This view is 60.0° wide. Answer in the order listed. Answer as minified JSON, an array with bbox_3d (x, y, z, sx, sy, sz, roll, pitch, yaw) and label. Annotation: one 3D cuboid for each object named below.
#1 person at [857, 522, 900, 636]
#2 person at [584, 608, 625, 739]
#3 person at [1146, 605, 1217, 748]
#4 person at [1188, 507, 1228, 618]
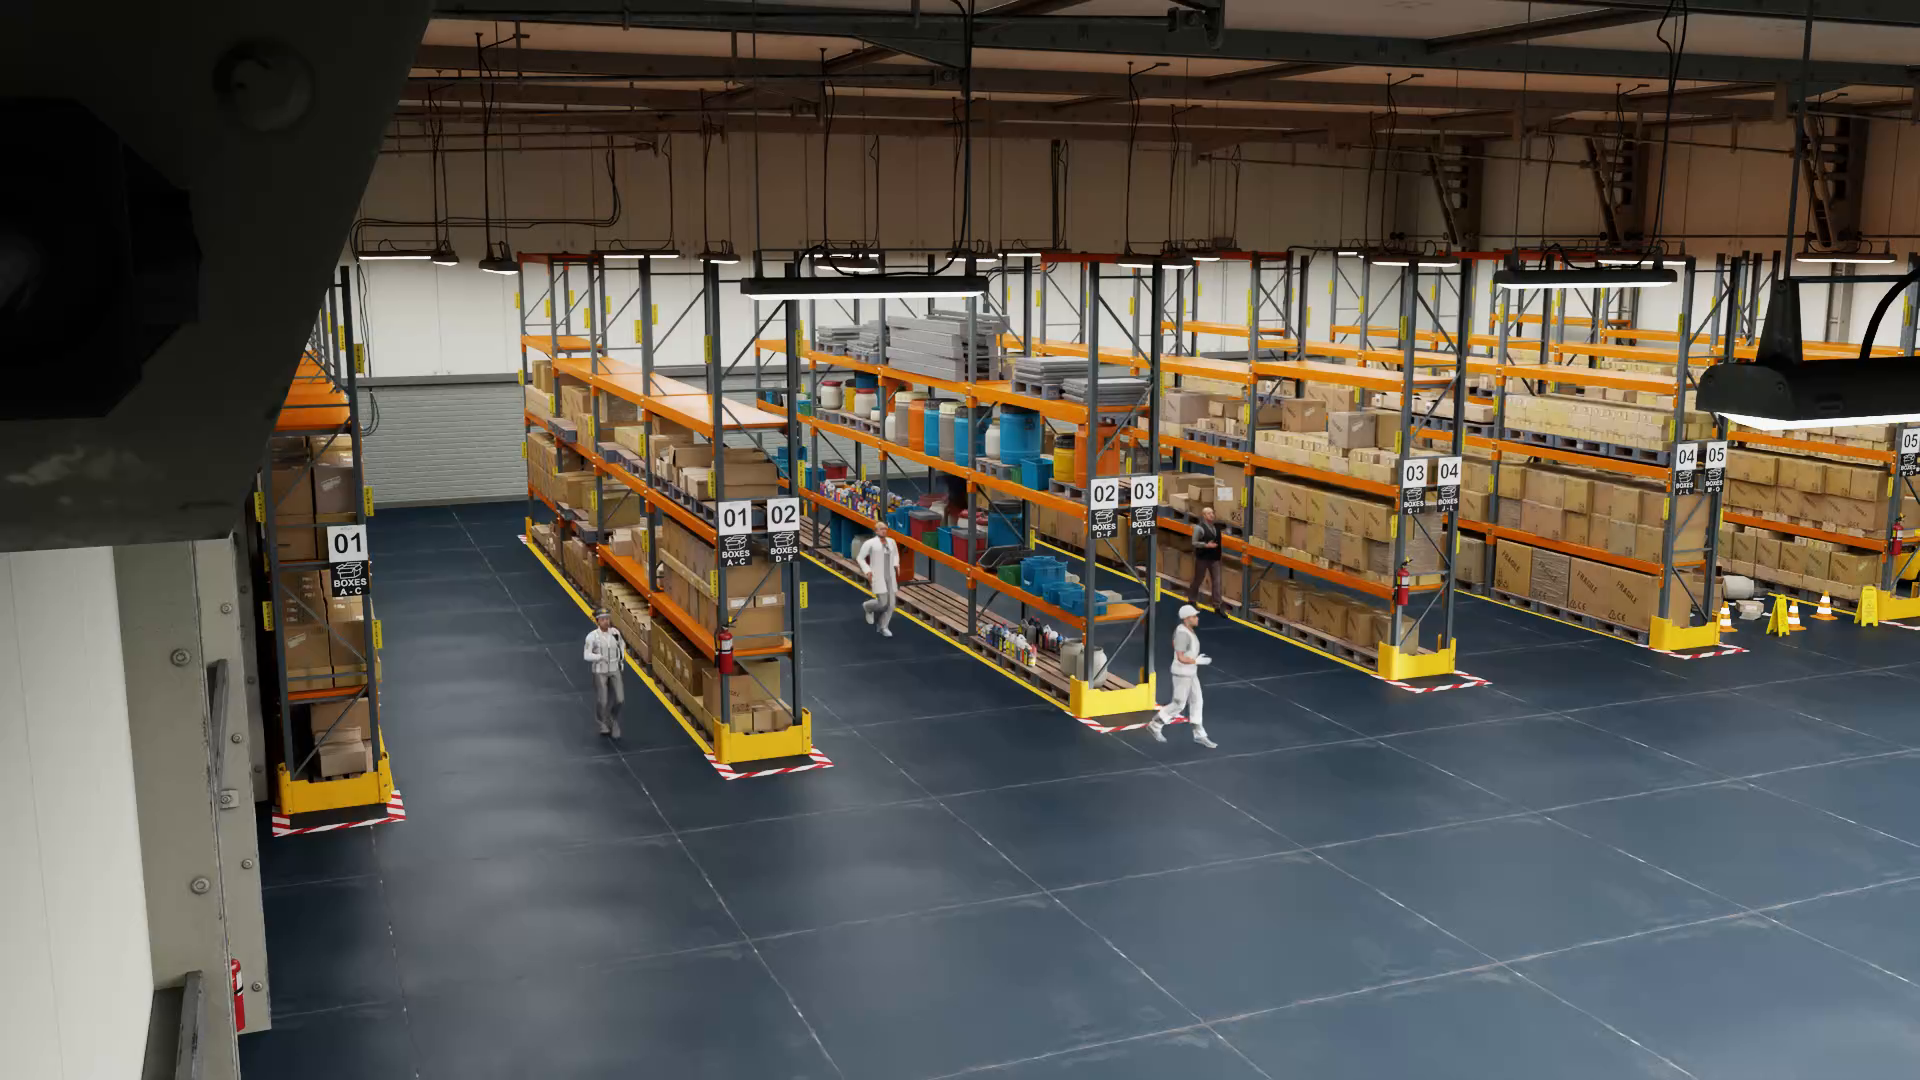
[{"bbox_3d":[-1.208,0.585,25.444,0.709,1.748,0.640,-7,12,-33],"label":"person"},{"bbox_3d":[-4.464,1.698,21.103,0.594,1.712,0.638,-5,12,-27],"label":"person"},{"bbox_3d":[2.787,1.694,20.764,0.878,1.811,0.685,3,11,18],"label":"person"},{"bbox_3d":[3.978,0.353,26.638,0.657,1.766,0.882,-5,12,-26],"label":"person"}]
